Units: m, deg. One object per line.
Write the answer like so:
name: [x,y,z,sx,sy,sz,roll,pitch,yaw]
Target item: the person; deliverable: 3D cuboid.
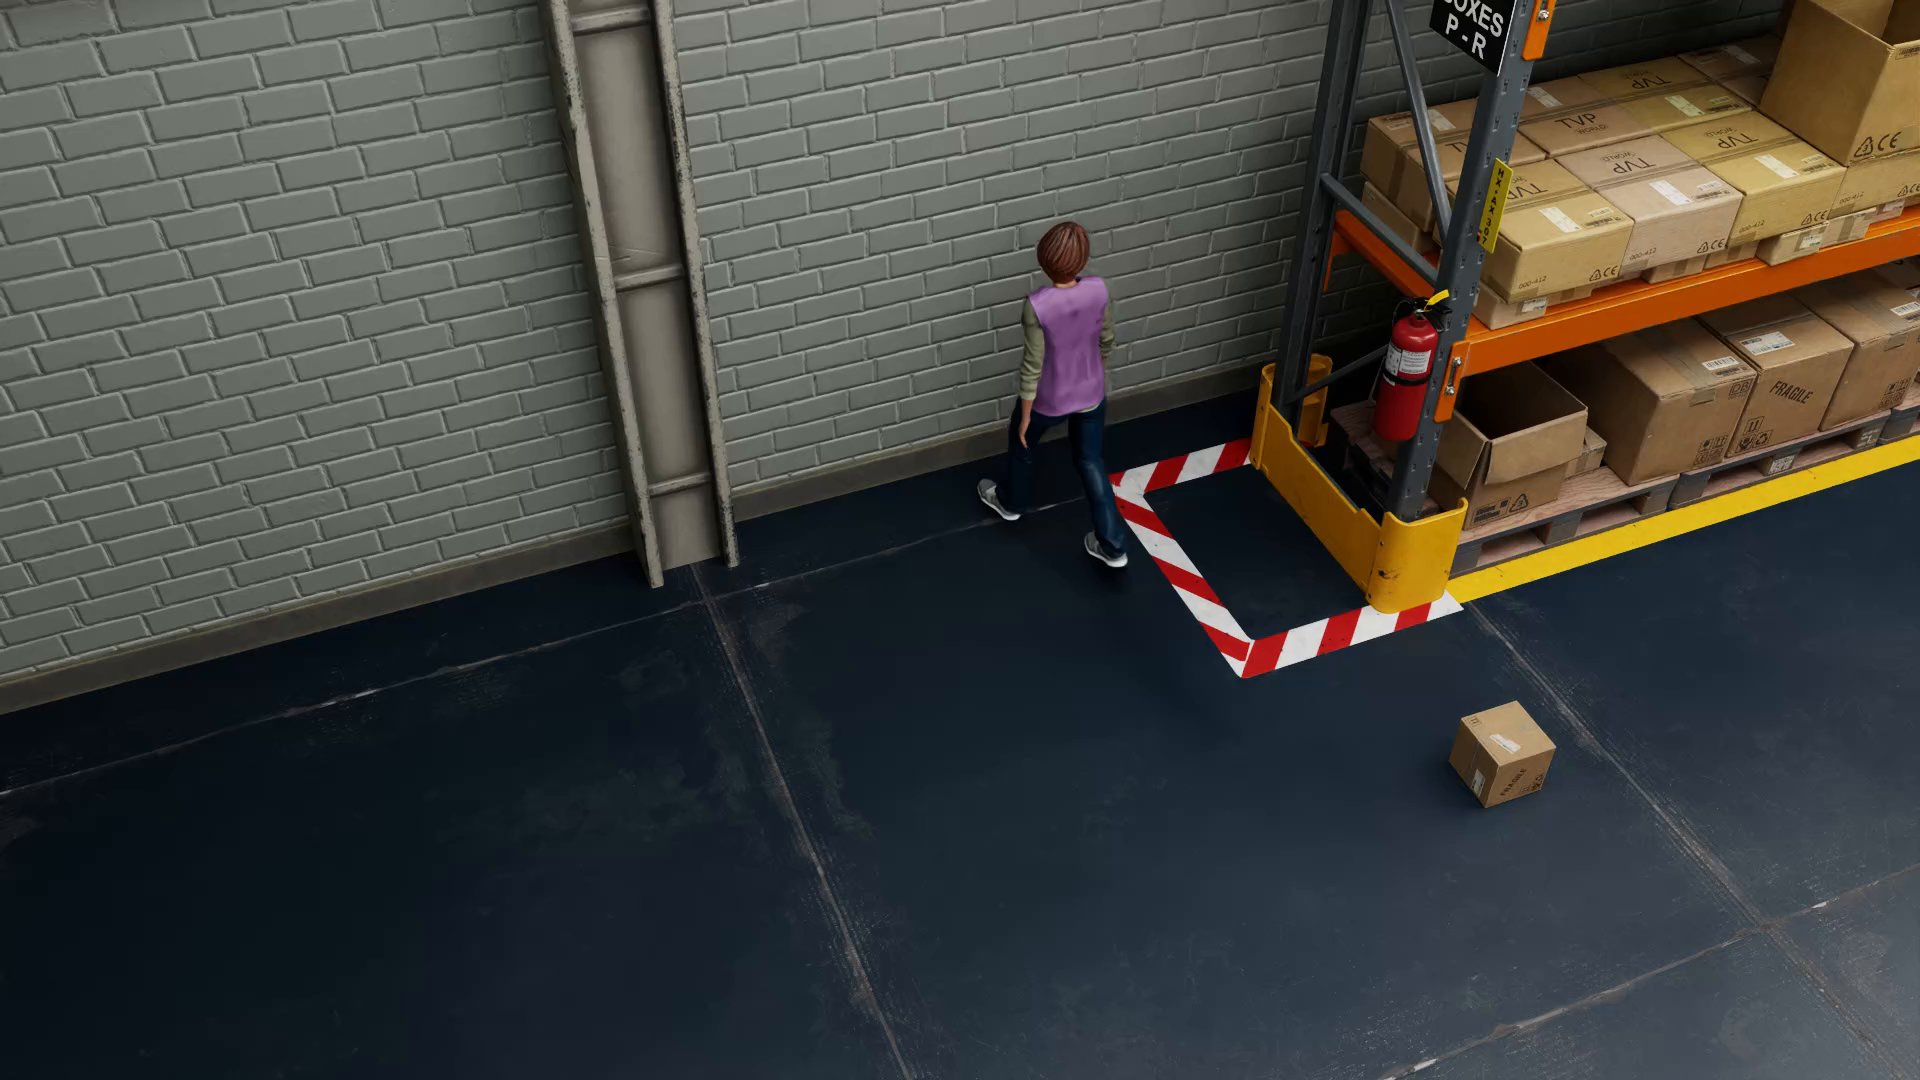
person: [0.408,-0.609,6.820,0.452,1.559,0.799,-16,45,-17]
